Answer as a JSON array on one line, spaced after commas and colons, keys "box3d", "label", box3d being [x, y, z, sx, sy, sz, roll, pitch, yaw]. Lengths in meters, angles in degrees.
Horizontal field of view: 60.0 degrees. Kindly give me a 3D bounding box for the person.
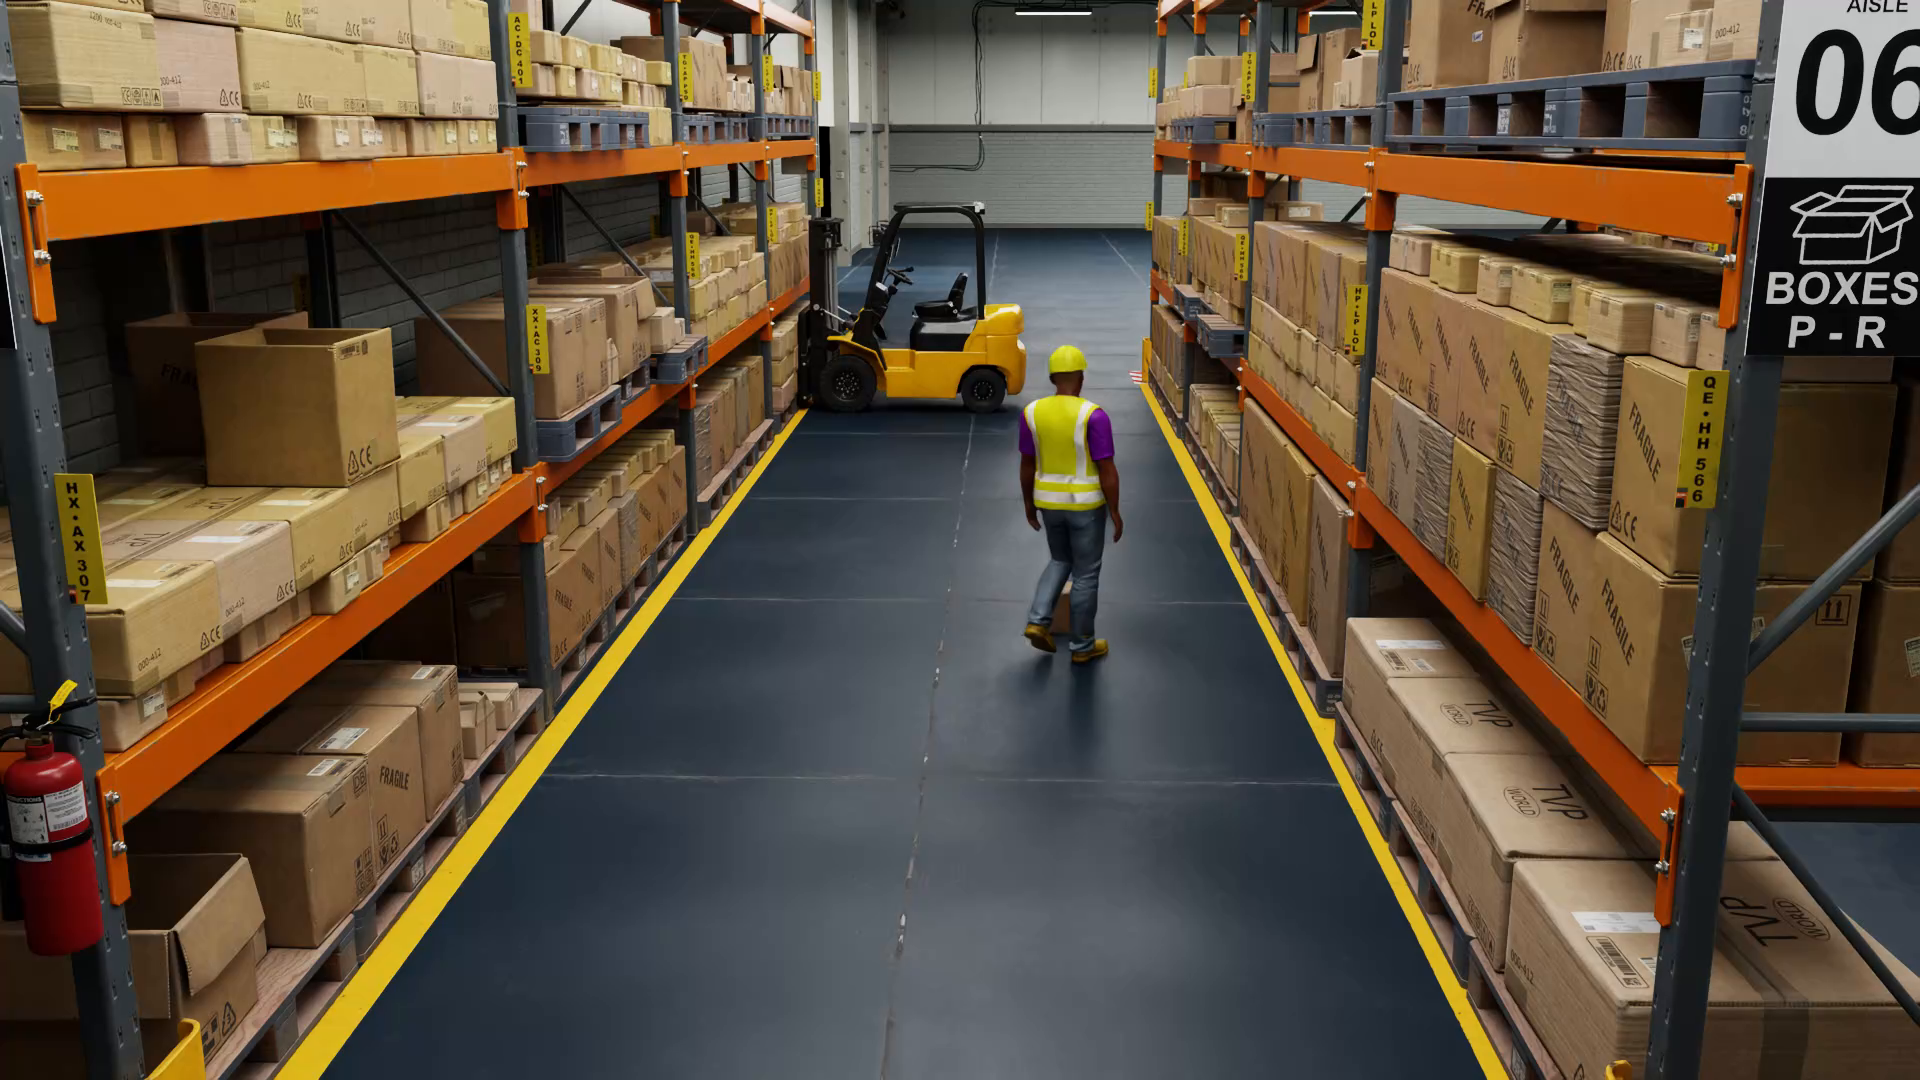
[{"box3d": [0.636, -0.190, 9.189, 0.613, 1.763, 0.466, 9, 16, 33], "label": "person"}]
